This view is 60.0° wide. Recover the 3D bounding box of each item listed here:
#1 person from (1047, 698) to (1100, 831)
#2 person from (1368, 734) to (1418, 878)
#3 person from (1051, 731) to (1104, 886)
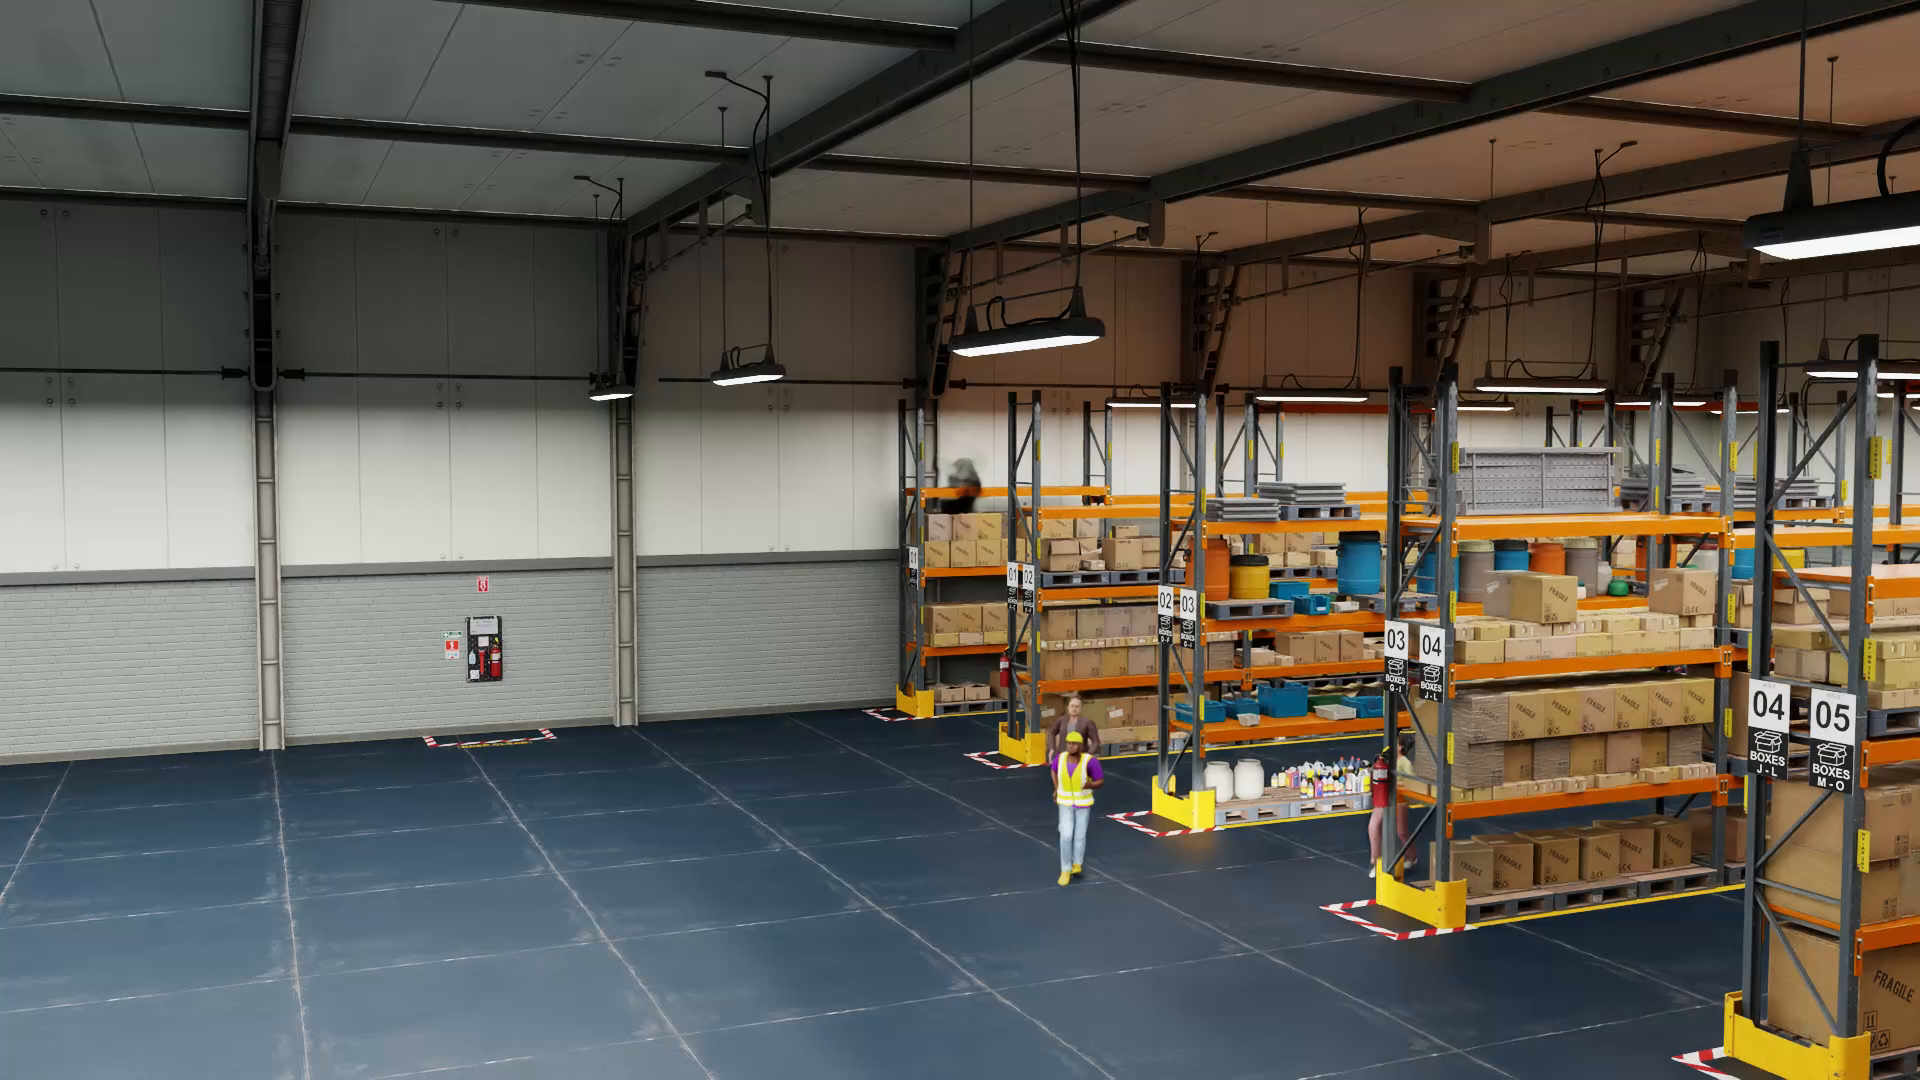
[{"bbox_3d":[1.514,2.999,22.395,0.742,1.757,0.662,1,4,20],"label":"person"},{"bbox_3d":[5.191,3.163,19.844,0.739,1.724,0.545,-3,4,-38],"label":"person"},{"bbox_3d":[1.369,3.154,19.565,0.660,1.829,0.755,1,3,10],"label":"person"}]
